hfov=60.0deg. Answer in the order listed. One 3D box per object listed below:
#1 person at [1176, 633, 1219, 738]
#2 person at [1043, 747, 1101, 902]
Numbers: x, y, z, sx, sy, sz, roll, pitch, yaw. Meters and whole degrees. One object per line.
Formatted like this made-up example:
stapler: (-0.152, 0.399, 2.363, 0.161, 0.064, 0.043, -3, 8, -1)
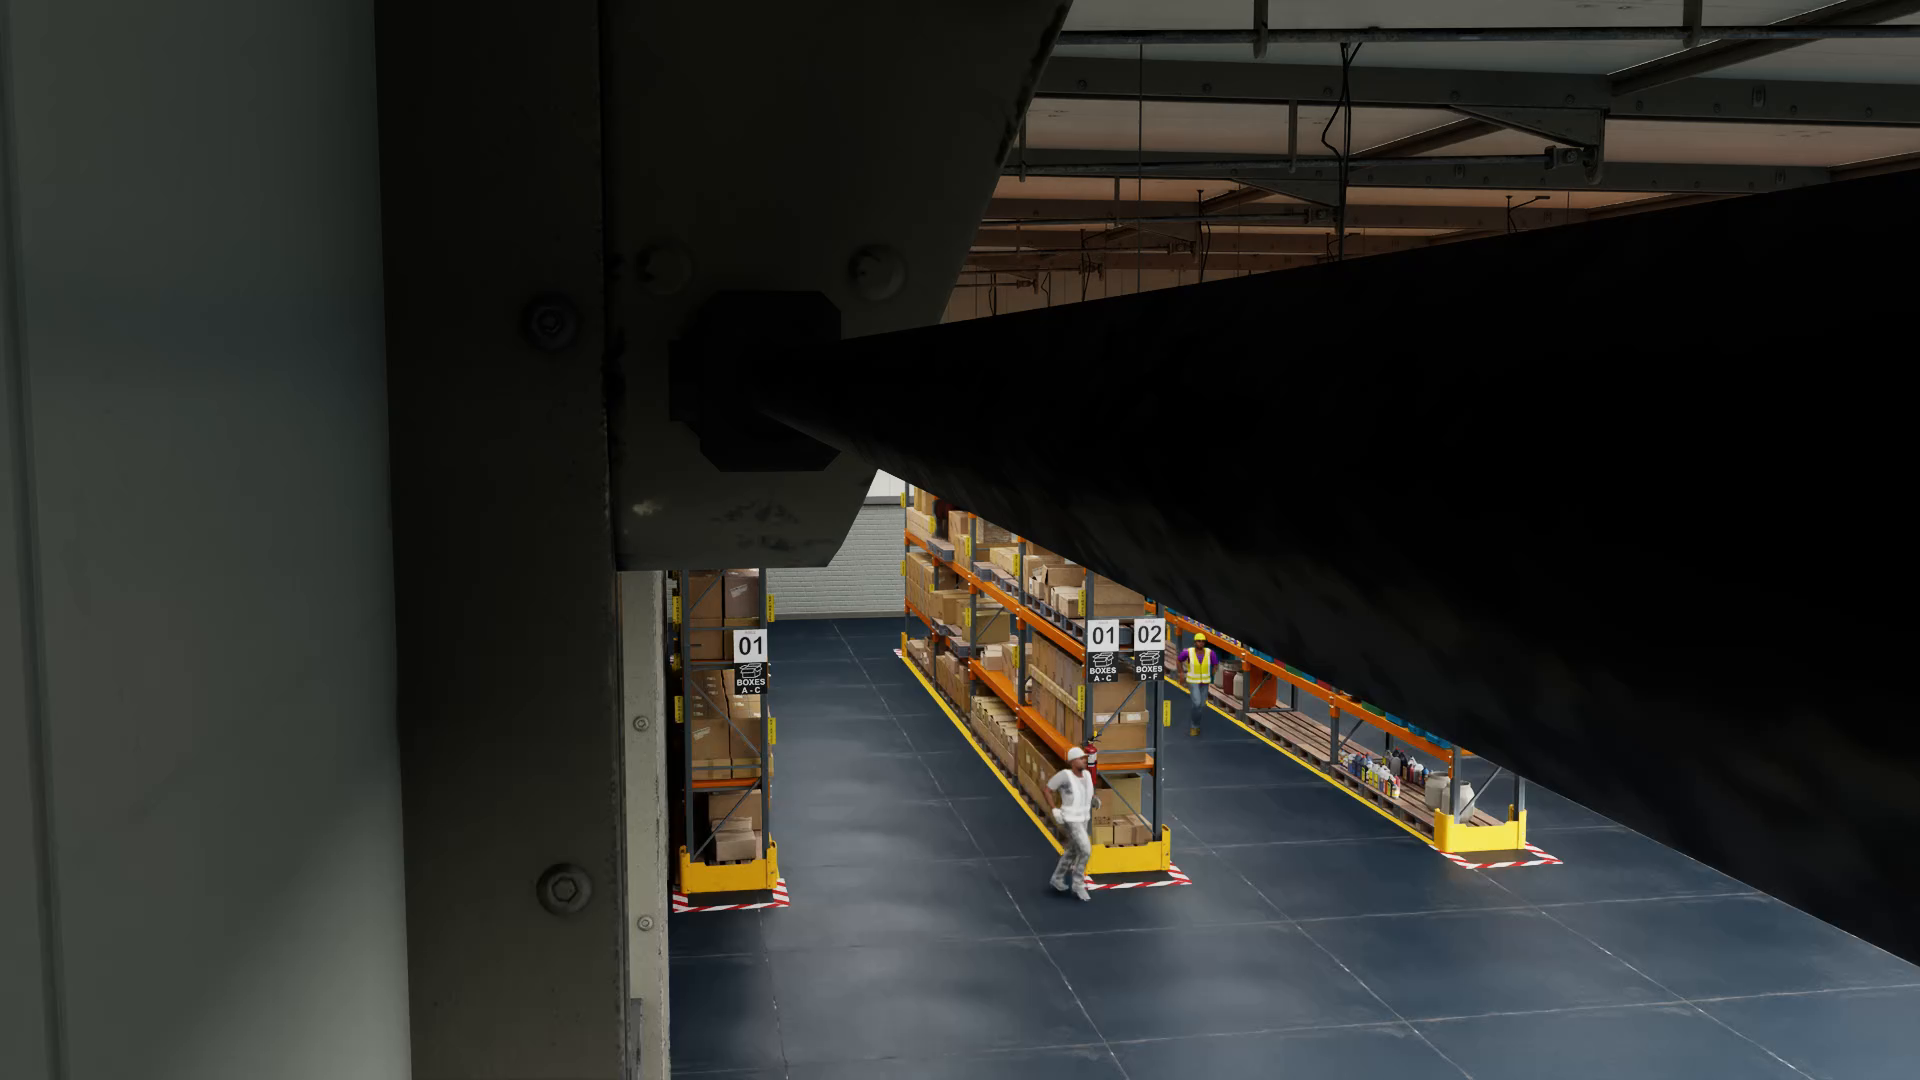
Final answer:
person: (4.127, 2.499, 28.654, 0.679, 1.821, 0.761, -1, 6, -10)
person: (1.397, 3.381, 19.977, 0.657, 1.800, 0.668, 5, 7, 37)
